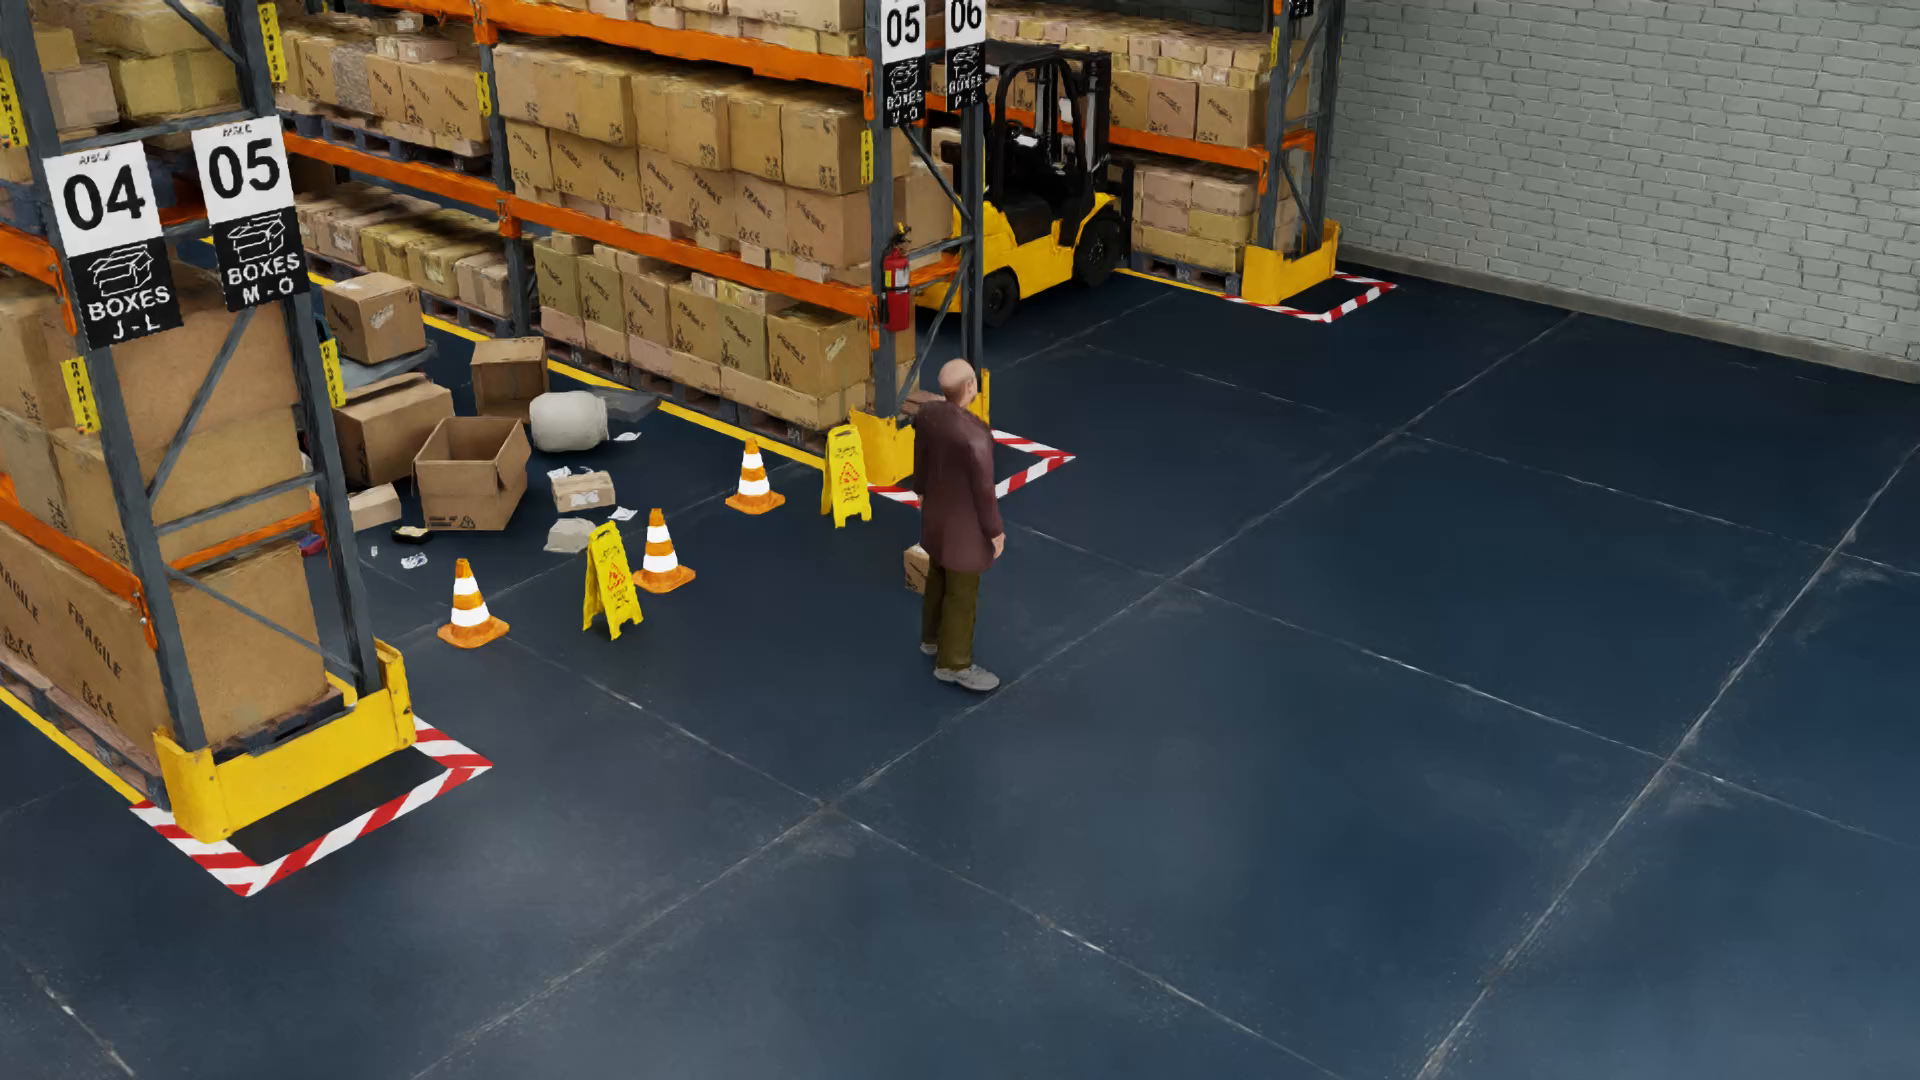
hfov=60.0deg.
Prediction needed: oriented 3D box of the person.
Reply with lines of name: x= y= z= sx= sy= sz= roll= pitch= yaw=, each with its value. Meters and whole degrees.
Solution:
person: x=-0.008 y=-0.125 z=8.813 sx=0.432 sy=1.784 sz=0.736 roll=-17 pitch=32 yaw=-30
